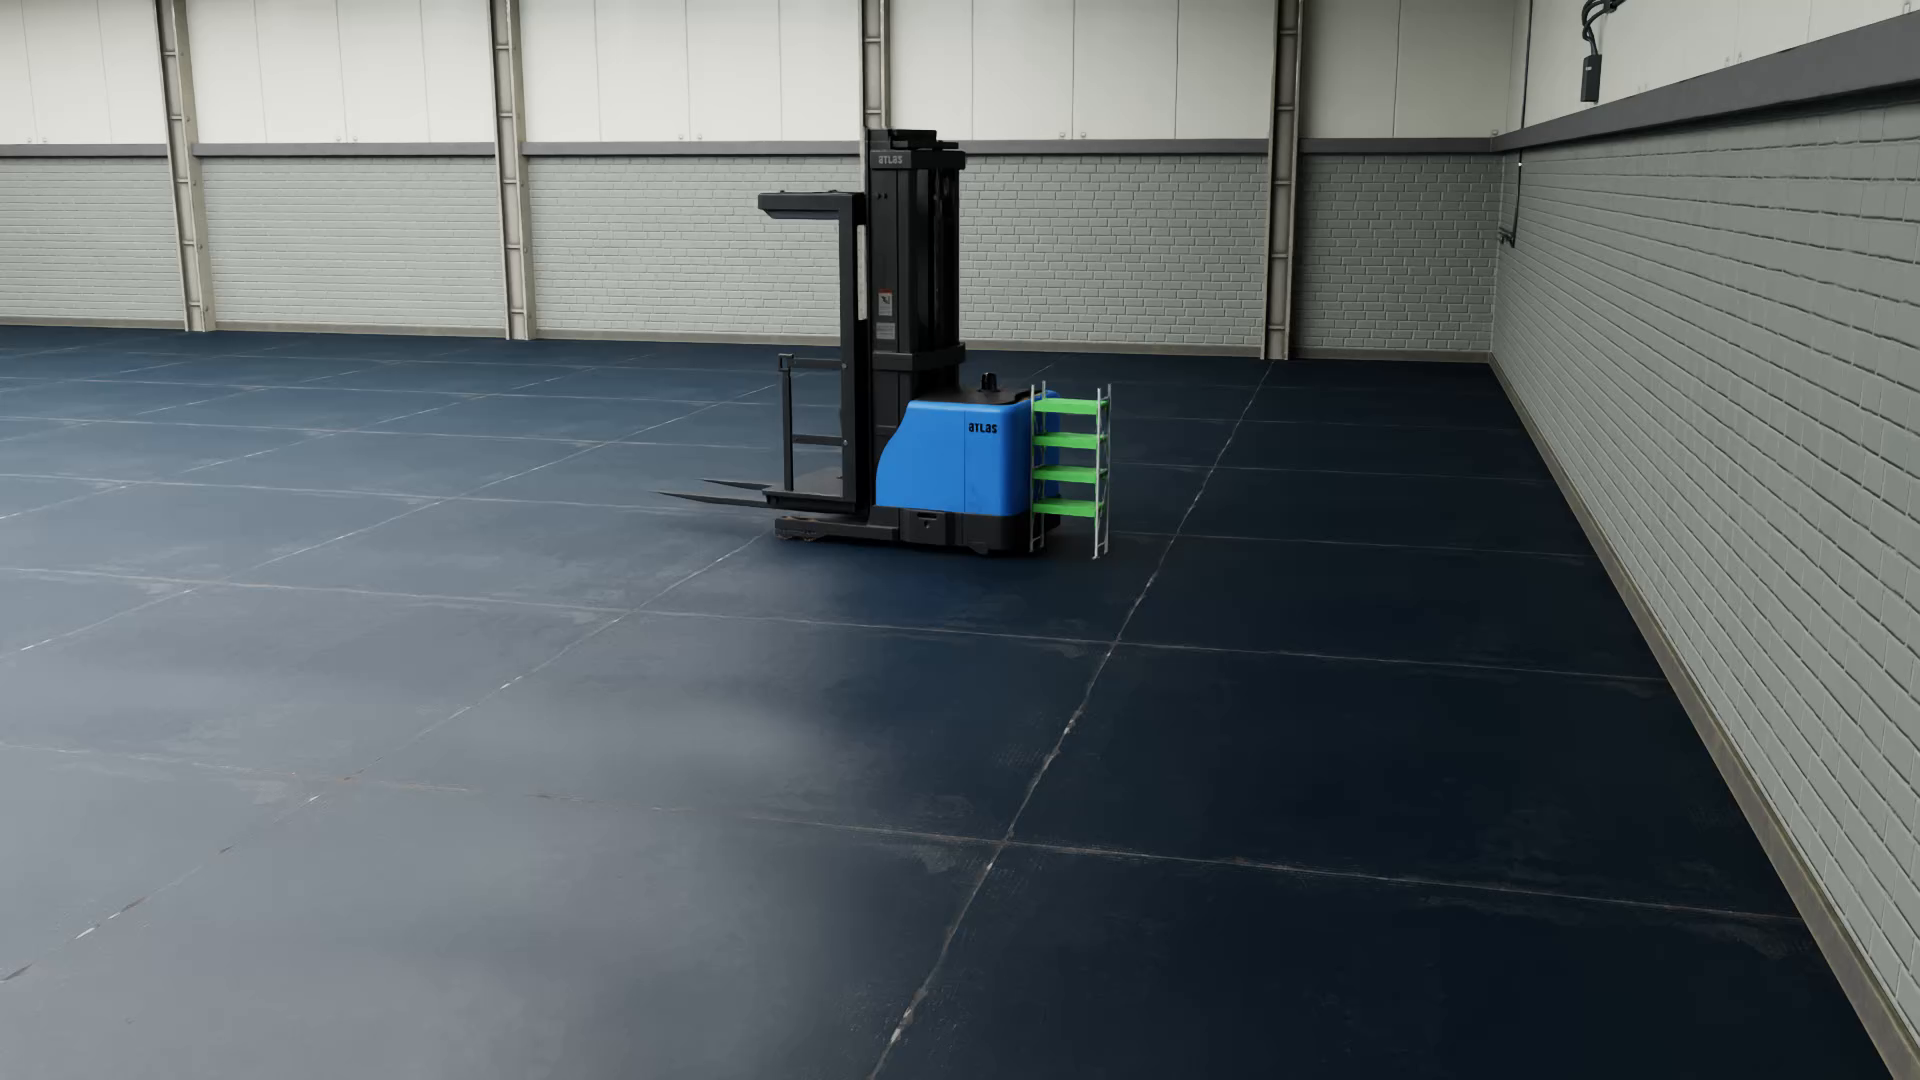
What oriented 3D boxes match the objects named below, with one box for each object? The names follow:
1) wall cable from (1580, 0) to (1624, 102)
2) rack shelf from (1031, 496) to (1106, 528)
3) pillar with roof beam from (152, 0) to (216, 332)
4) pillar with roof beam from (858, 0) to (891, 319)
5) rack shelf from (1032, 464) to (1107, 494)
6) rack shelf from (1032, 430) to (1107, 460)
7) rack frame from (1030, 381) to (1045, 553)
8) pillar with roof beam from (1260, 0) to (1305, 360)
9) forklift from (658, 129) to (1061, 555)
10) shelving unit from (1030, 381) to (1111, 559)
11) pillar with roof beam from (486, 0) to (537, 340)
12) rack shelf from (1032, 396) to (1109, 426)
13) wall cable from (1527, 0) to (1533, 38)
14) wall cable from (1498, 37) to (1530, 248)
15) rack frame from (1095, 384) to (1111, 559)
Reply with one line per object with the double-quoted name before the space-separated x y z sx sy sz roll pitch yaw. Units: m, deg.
"wall cable" 4.816 -6.257 11.810 0.169 6.003 2.305 3 13 14
"rack shelf" 0.775 -0.200 11.767 0.480 0.148 0.258 5 14 23
"pillar with roof beam" -13.944 -7.052 23.245 0.400 9.000 9.100 3 13 14
"pillar with roof beam" -2.294 -6.430 20.438 0.400 9.000 9.100 3 13 14
"rack shelf" 0.775 -0.434 11.715 0.480 0.148 0.258 5 14 23
"rack shelf" 0.775 -0.668 11.663 0.480 0.148 0.258 5 14 23
"rack frame" 0.551 -0.518 11.796 0.015 1.200 0.240 5 14 23
"pillar with roof beam" 3.531 -6.118 19.035 0.400 9.000 9.100 3 13 14
"forklift" -0.815 -1.517 12.304 3.031 2.935 1.130 5 14 23
"shelving unit" 0.775 -0.497 11.701 0.503 1.200 0.258 5 14 23
"pillar with roof beam" -8.119 -6.741 21.842 0.400 9.000 9.100 3 13 14
"rack shelf" 0.775 -0.903 11.611 0.480 0.148 0.258 5 14 23
"wall cable" 6.458 -6.973 18.398 0.112 2.526 3.097 3 13 14
"wall cable" 7.106 -5.077 21.509 0.112 2.526 3.097 3 13 14
"rack frame" 0.999 -0.475 11.607 0.015 1.200 0.240 5 14 23
